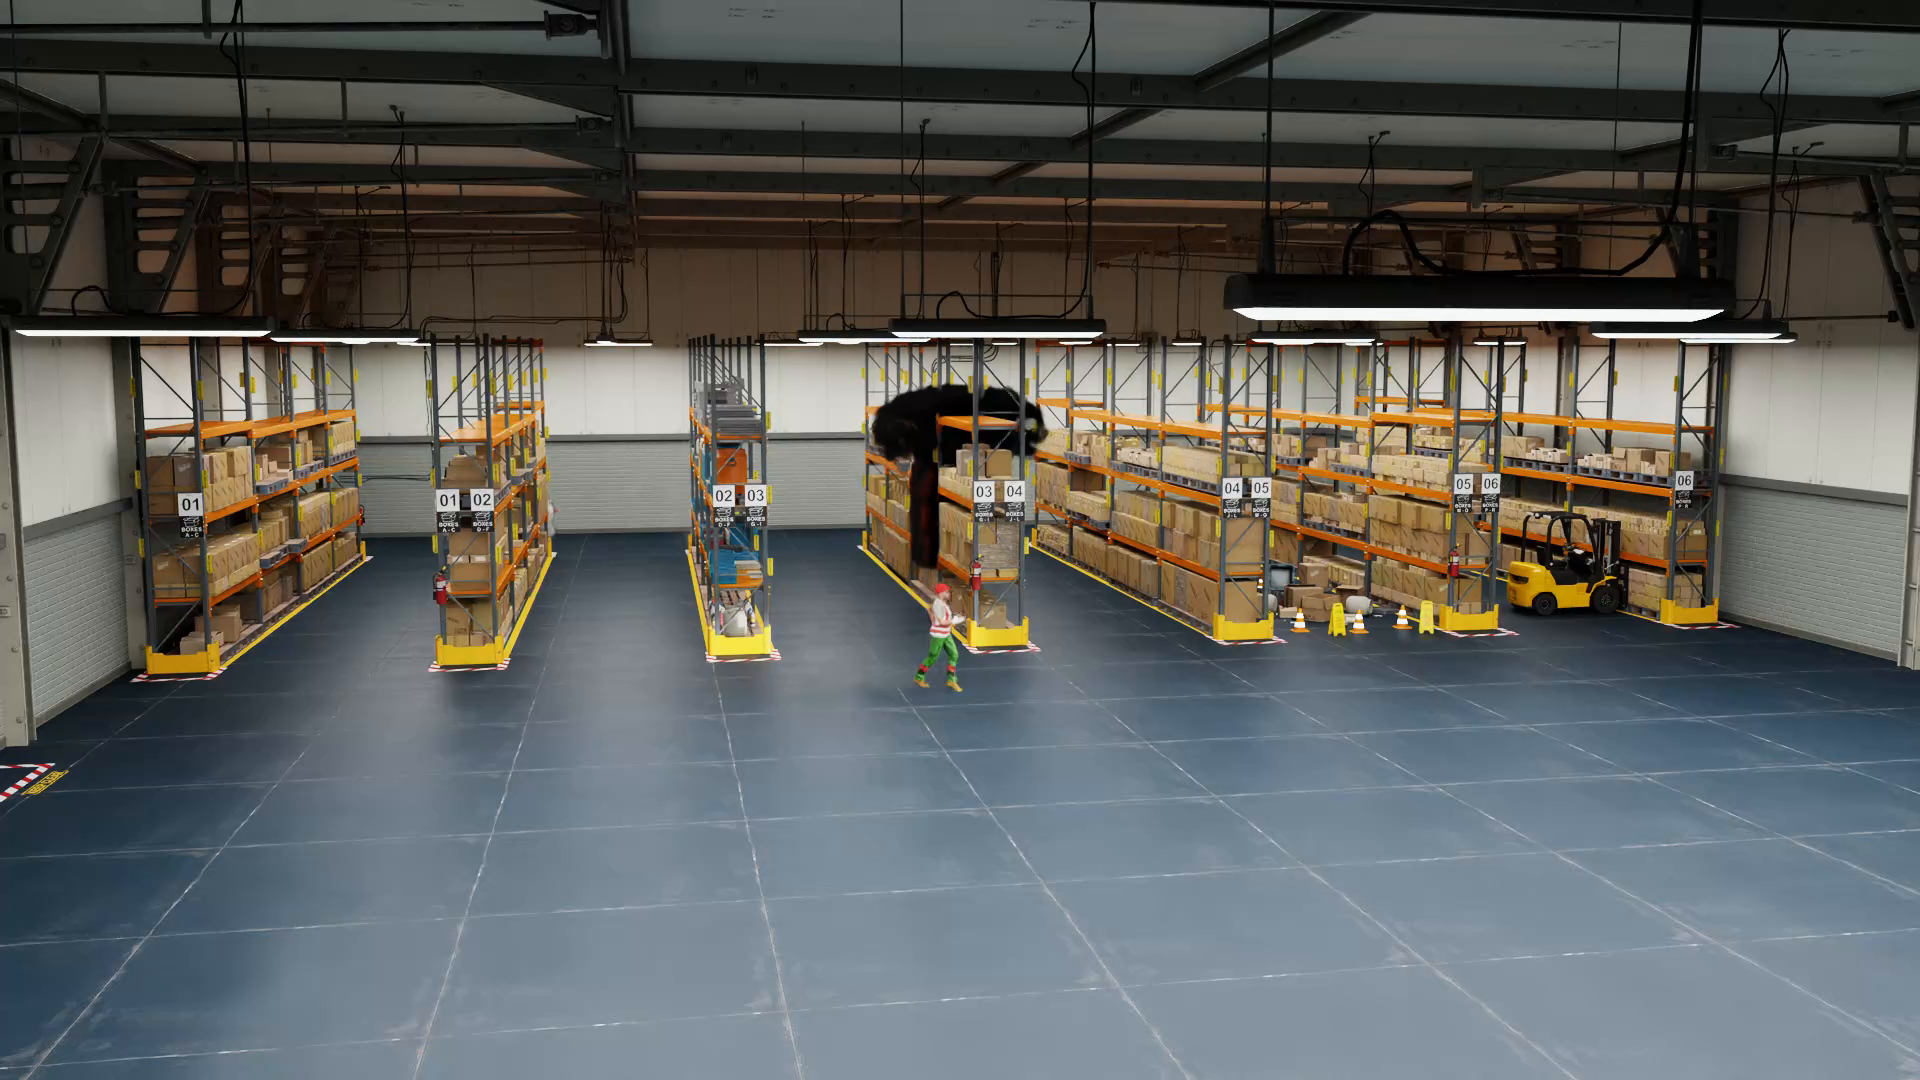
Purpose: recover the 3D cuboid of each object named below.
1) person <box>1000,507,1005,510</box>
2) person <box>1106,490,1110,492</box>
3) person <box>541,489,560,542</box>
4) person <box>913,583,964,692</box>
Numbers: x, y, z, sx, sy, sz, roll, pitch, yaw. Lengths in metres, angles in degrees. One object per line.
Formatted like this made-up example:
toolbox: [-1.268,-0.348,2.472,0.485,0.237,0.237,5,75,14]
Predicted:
person: [1.070,-0.022,40.125,0.711,1.741,0.677,-2,7,-18]
person: [4.335,-0.651,48.692,0.580,1.744,0.773,-5,8,-36]
person: [-11.703,-0.524,47.129,0.717,1.826,0.657,1,7,10]
person: [-0.342,1.637,27.855,0.886,1.840,0.646,2,7,15]
